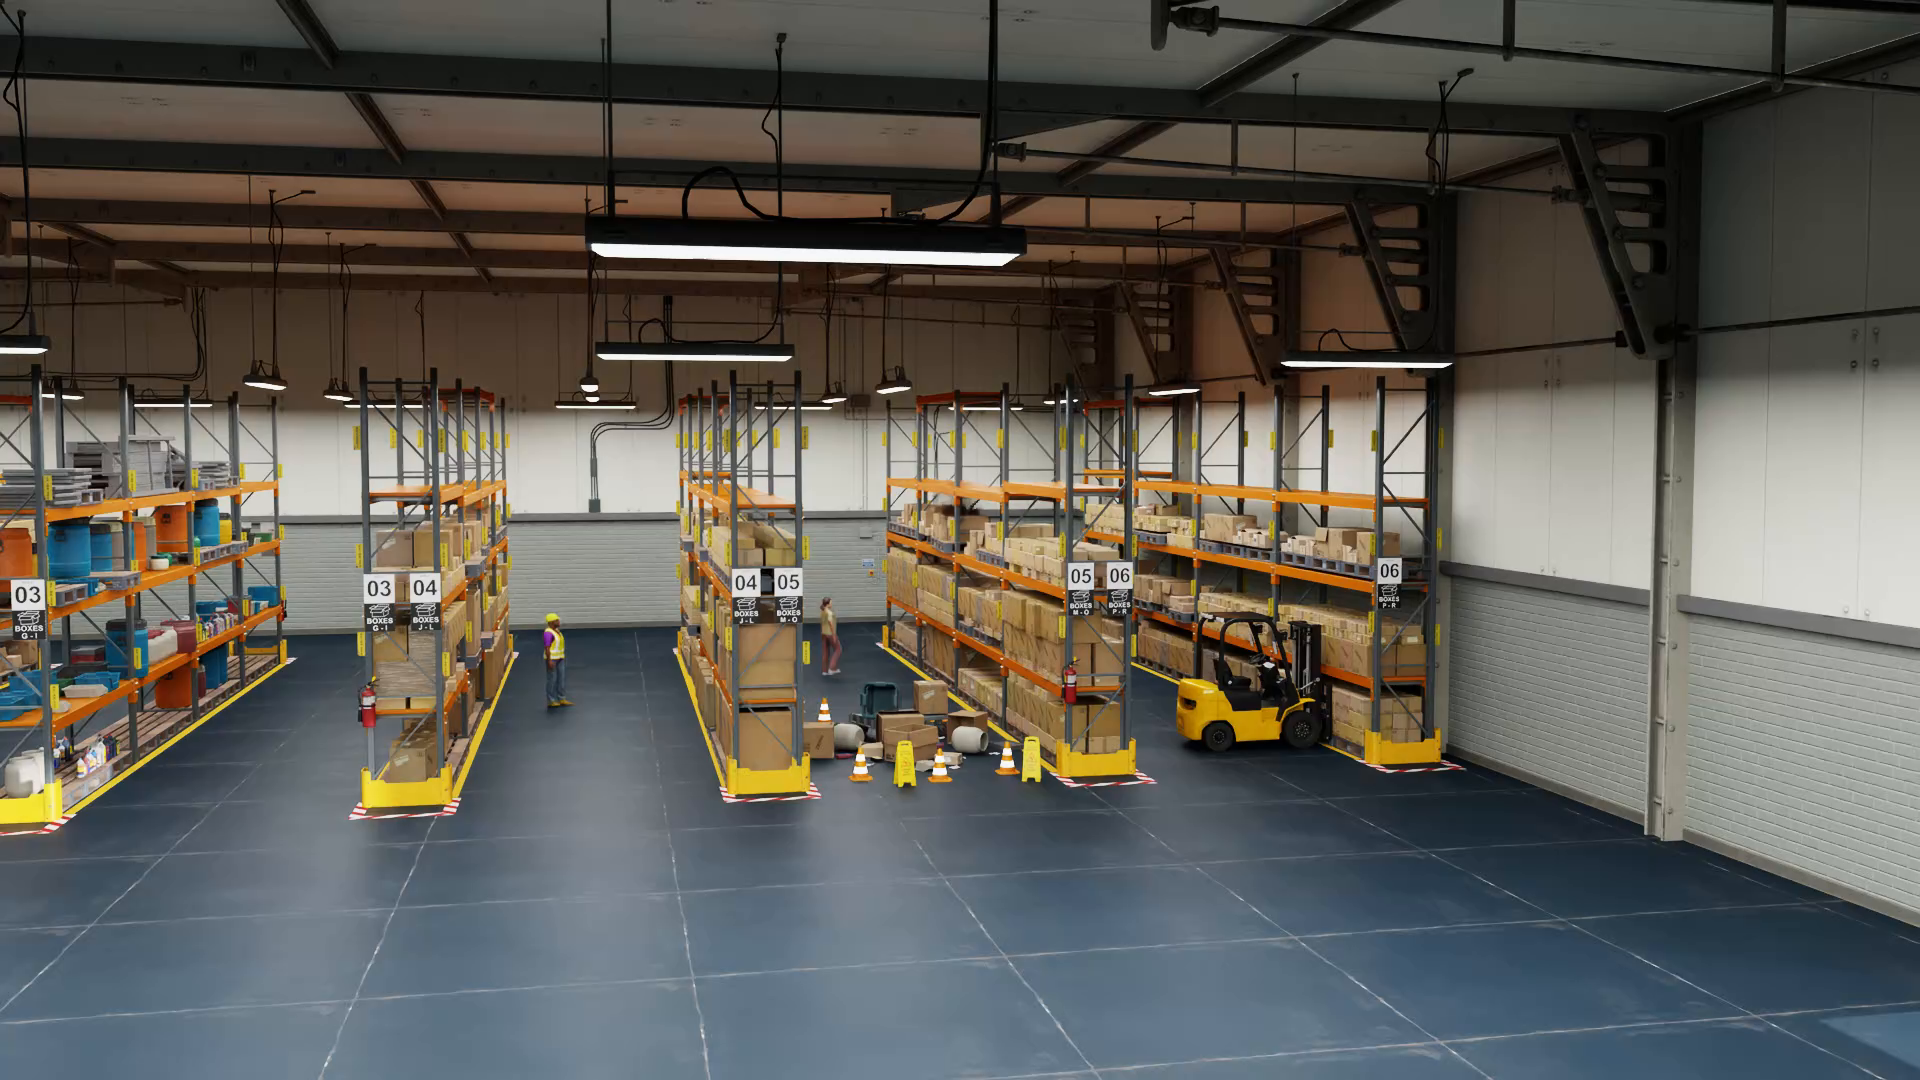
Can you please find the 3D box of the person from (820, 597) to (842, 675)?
[{"bbox_3d":[-2.773,2.048,35.356,0.414,1.666,0.498,-2,4,-36],"label":"person"}]

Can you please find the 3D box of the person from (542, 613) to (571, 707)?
[{"bbox_3d":[-7.641,2.258,31.394,0.426,1.769,0.637,2,4,25],"label":"person"}]
